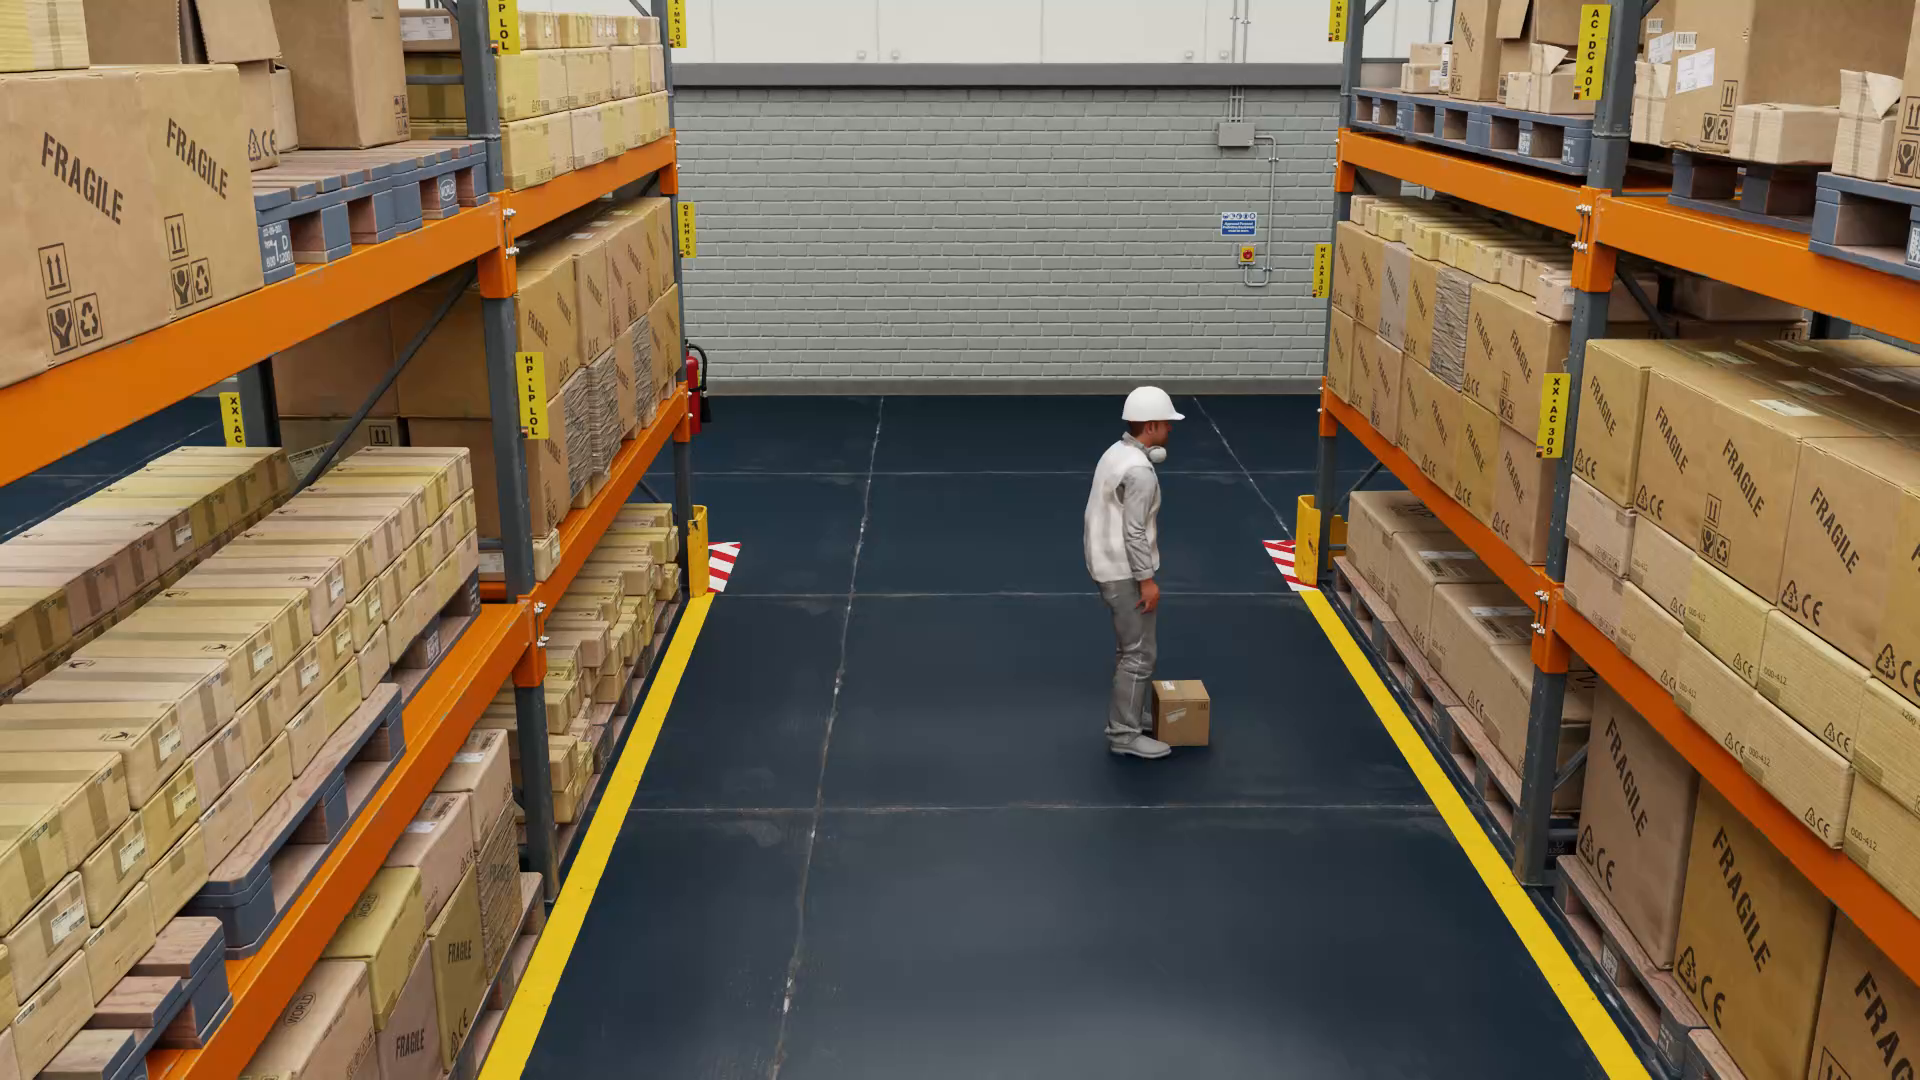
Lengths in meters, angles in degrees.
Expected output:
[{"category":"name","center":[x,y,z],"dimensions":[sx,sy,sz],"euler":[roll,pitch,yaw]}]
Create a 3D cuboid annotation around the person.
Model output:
[{"category":"person","center":[0.838,0.135,8.056],"dimensions":[0.475,1.771,0.593],"euler":[-1,17,-4]}]
